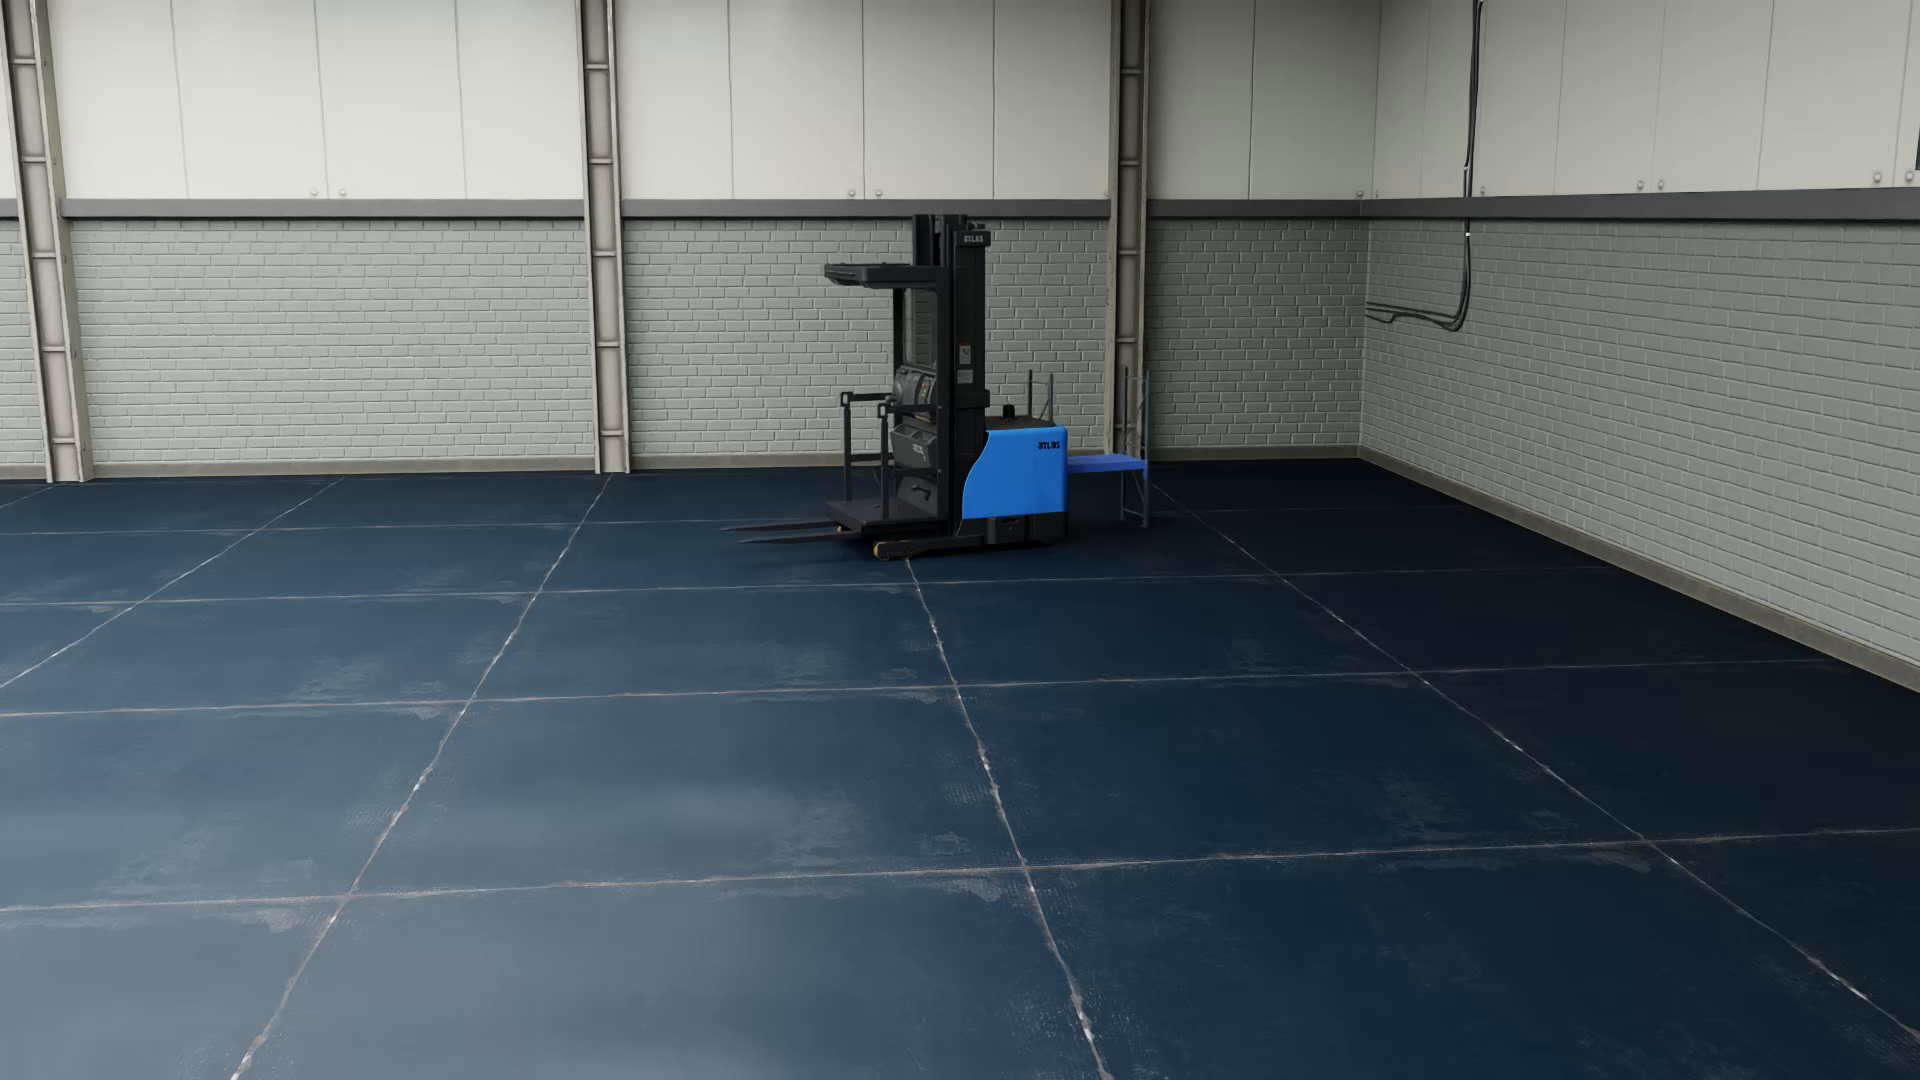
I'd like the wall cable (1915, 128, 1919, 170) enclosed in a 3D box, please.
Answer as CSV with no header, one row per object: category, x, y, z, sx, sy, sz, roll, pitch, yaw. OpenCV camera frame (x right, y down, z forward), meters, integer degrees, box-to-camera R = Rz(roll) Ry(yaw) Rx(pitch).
wall cable,6.027,-4.996,8.517,0.169,6.003,2.305,-1,11,-6

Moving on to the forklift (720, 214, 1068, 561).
forklift,-0.589,-1.374,14.641,3.031,2.935,1.130,-5,12,-22

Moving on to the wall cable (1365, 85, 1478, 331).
wall cable,5.017,-3.624,18.406,0.112,2.526,3.097,-1,11,-6

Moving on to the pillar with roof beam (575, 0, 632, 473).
pillar with roof beam,-3.554,-4.389,14.250,0.400,9.000,9.100,-1,11,-6

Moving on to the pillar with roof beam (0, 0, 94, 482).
pillar with roof beam,-9.519,-4.264,13.614,0.400,9.000,9.100,-1,11,-6

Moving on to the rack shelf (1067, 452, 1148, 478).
rack shelf,1.213,-0.684,15.775,1.000,0.185,0.538,-5,12,-22

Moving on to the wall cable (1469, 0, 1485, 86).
wall cable,5.309,-5.583,15.280,0.112,2.526,3.097,-1,11,-6

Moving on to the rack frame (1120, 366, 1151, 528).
rack frame,1.683,-0.898,15.931,0.032,1.500,0.500,-5,12,-22

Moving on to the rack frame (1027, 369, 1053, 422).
rack frame,0.744,-0.823,15.549,0.032,1.500,0.500,-5,12,-22

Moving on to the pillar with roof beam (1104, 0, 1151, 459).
pillar with roof beam,2.411,-4.514,14.885,0.400,9.000,9.100,-1,11,-6

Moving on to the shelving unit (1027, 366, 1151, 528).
shelving unit,1.213,-0.861,15.740,1.048,1.500,0.538,-5,12,-22
